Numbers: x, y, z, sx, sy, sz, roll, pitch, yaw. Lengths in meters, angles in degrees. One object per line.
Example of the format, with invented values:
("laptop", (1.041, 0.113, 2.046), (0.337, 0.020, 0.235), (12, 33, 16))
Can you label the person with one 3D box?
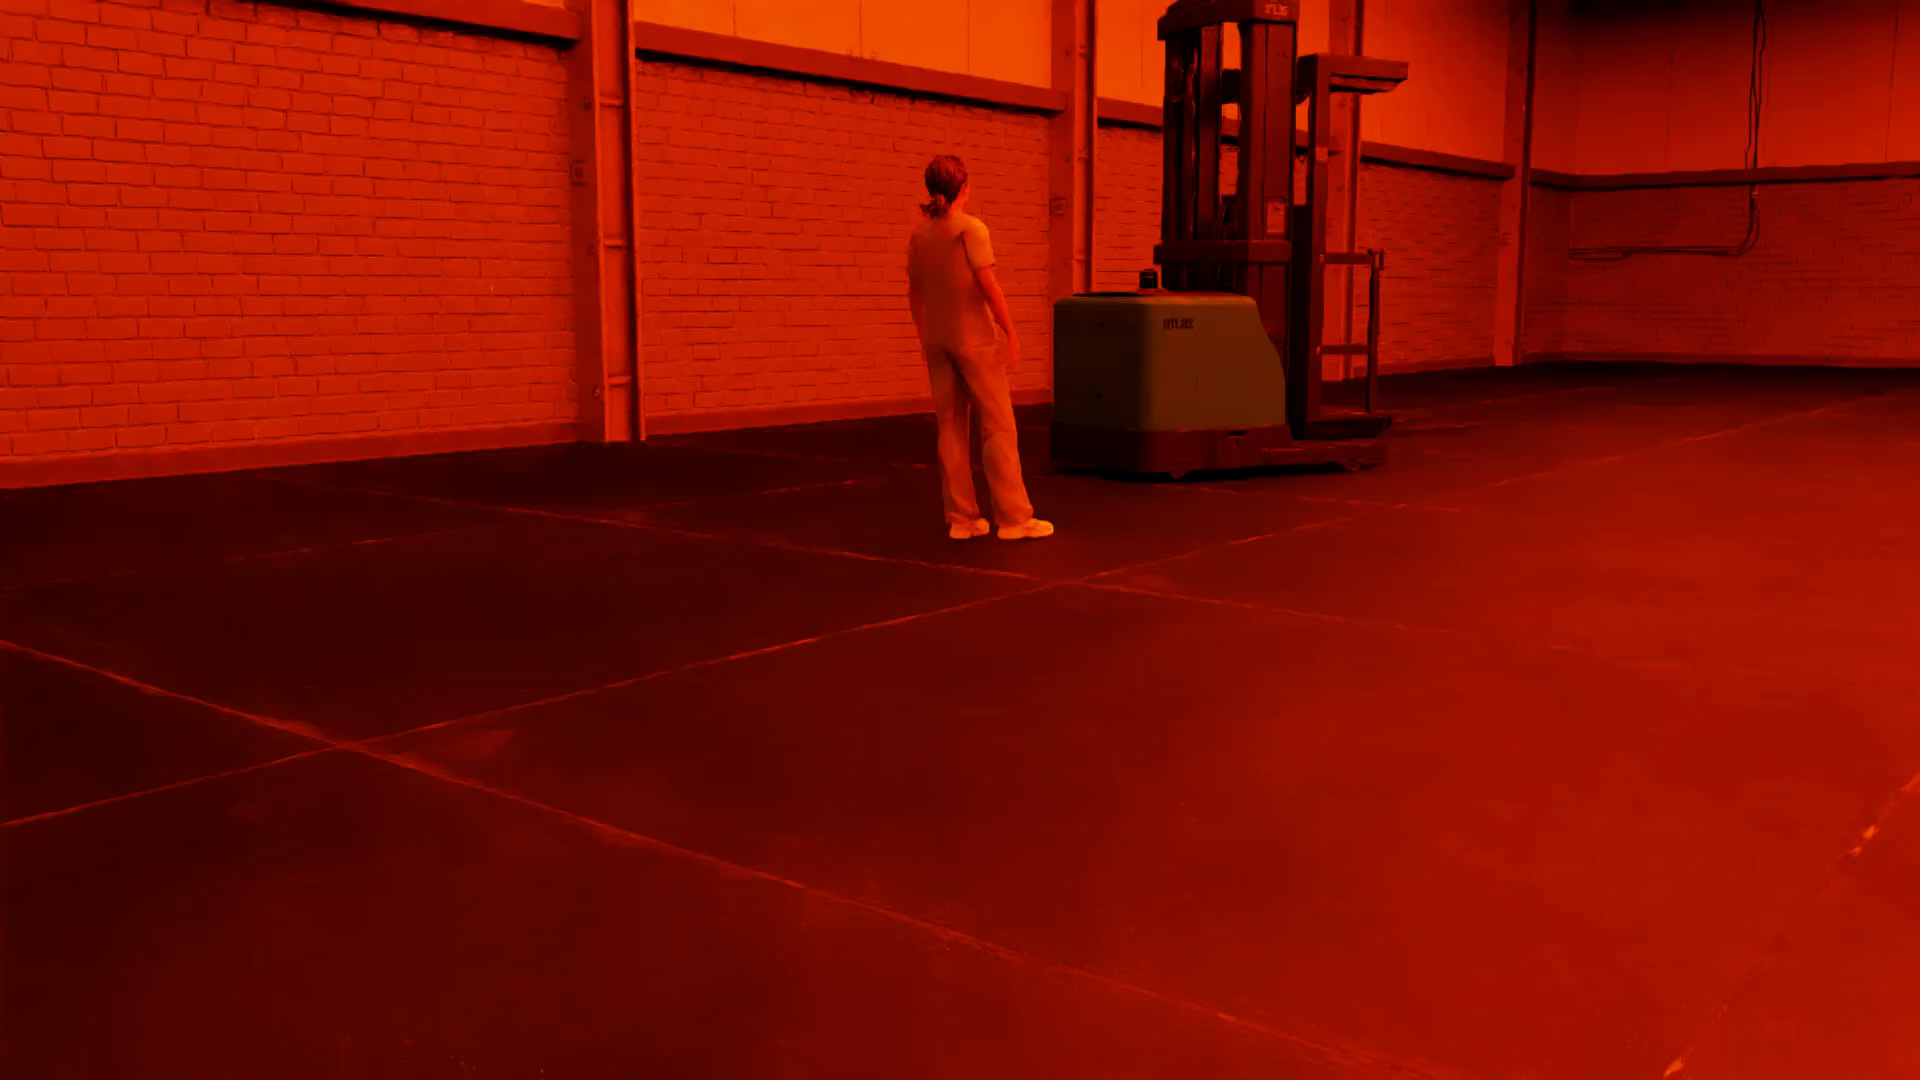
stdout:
("person", (0.057, -0.843, 7.331), (0.550, 1.674, 0.548), (7, 11, 38))

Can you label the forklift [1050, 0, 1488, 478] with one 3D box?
("forklift", (2.090, -1.940, 10.539), (3.031, 2.935, 1.130), (-5, 10, -31))
